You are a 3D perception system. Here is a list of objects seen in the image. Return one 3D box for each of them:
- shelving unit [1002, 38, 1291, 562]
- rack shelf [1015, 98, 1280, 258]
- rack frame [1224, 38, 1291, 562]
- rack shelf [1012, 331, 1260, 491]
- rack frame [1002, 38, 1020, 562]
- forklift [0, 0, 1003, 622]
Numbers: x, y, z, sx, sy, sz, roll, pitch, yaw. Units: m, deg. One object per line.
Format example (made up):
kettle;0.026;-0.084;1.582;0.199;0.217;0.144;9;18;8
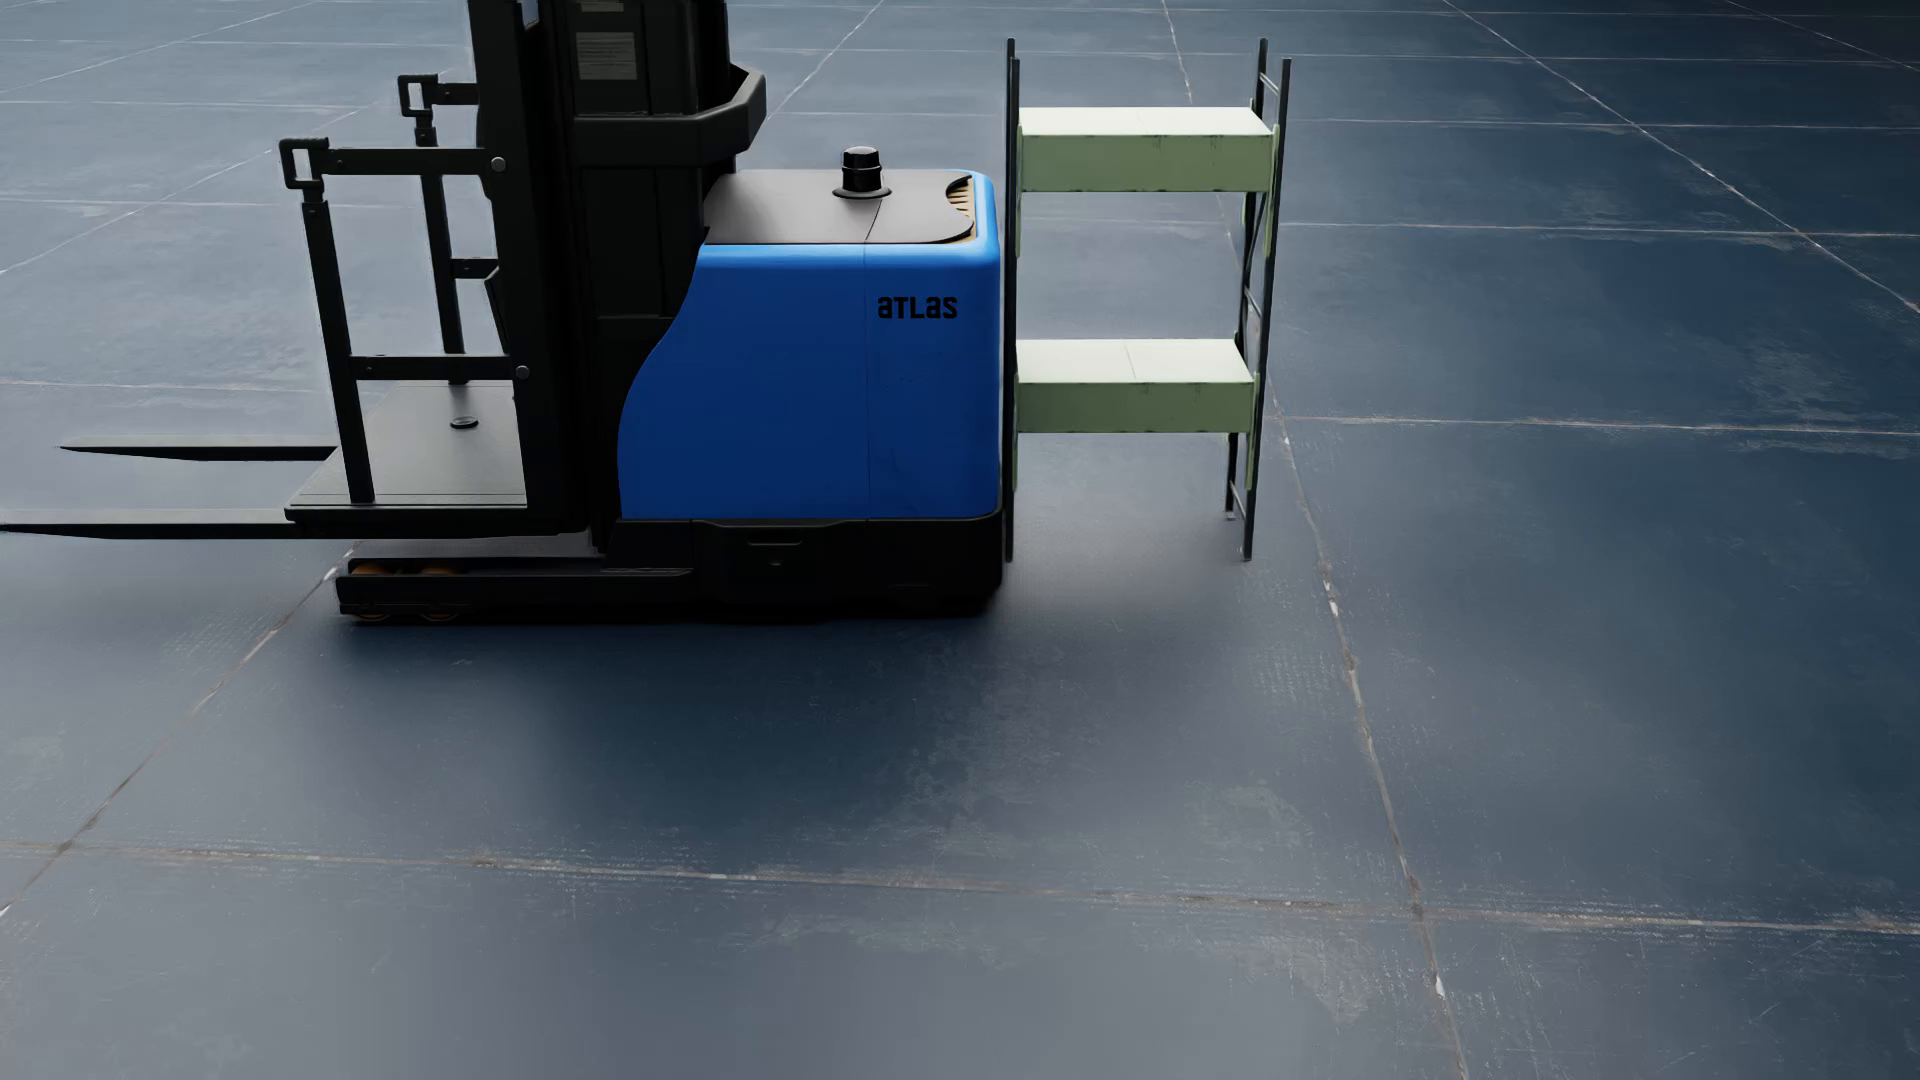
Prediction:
shelving unit;0.515;-0.697;4.970;0.755;1.500;0.431;0;25;0
rack shelf;0.515;-1.051;4.807;0.720;0.370;0.431;0;25;0
rack frame;0.881;-0.698;4.972;0.023;1.500;0.400;0;25;0
rack shelf;0.515;-0.401;5.107;0.720;0.370;0.431;0;25;0
rack frame;0.149;-0.696;4.968;0.023;1.500;0.400;0;25;0
forklift;-1.397;-1.320;4.611;3.031;2.935;1.130;0;25;0
